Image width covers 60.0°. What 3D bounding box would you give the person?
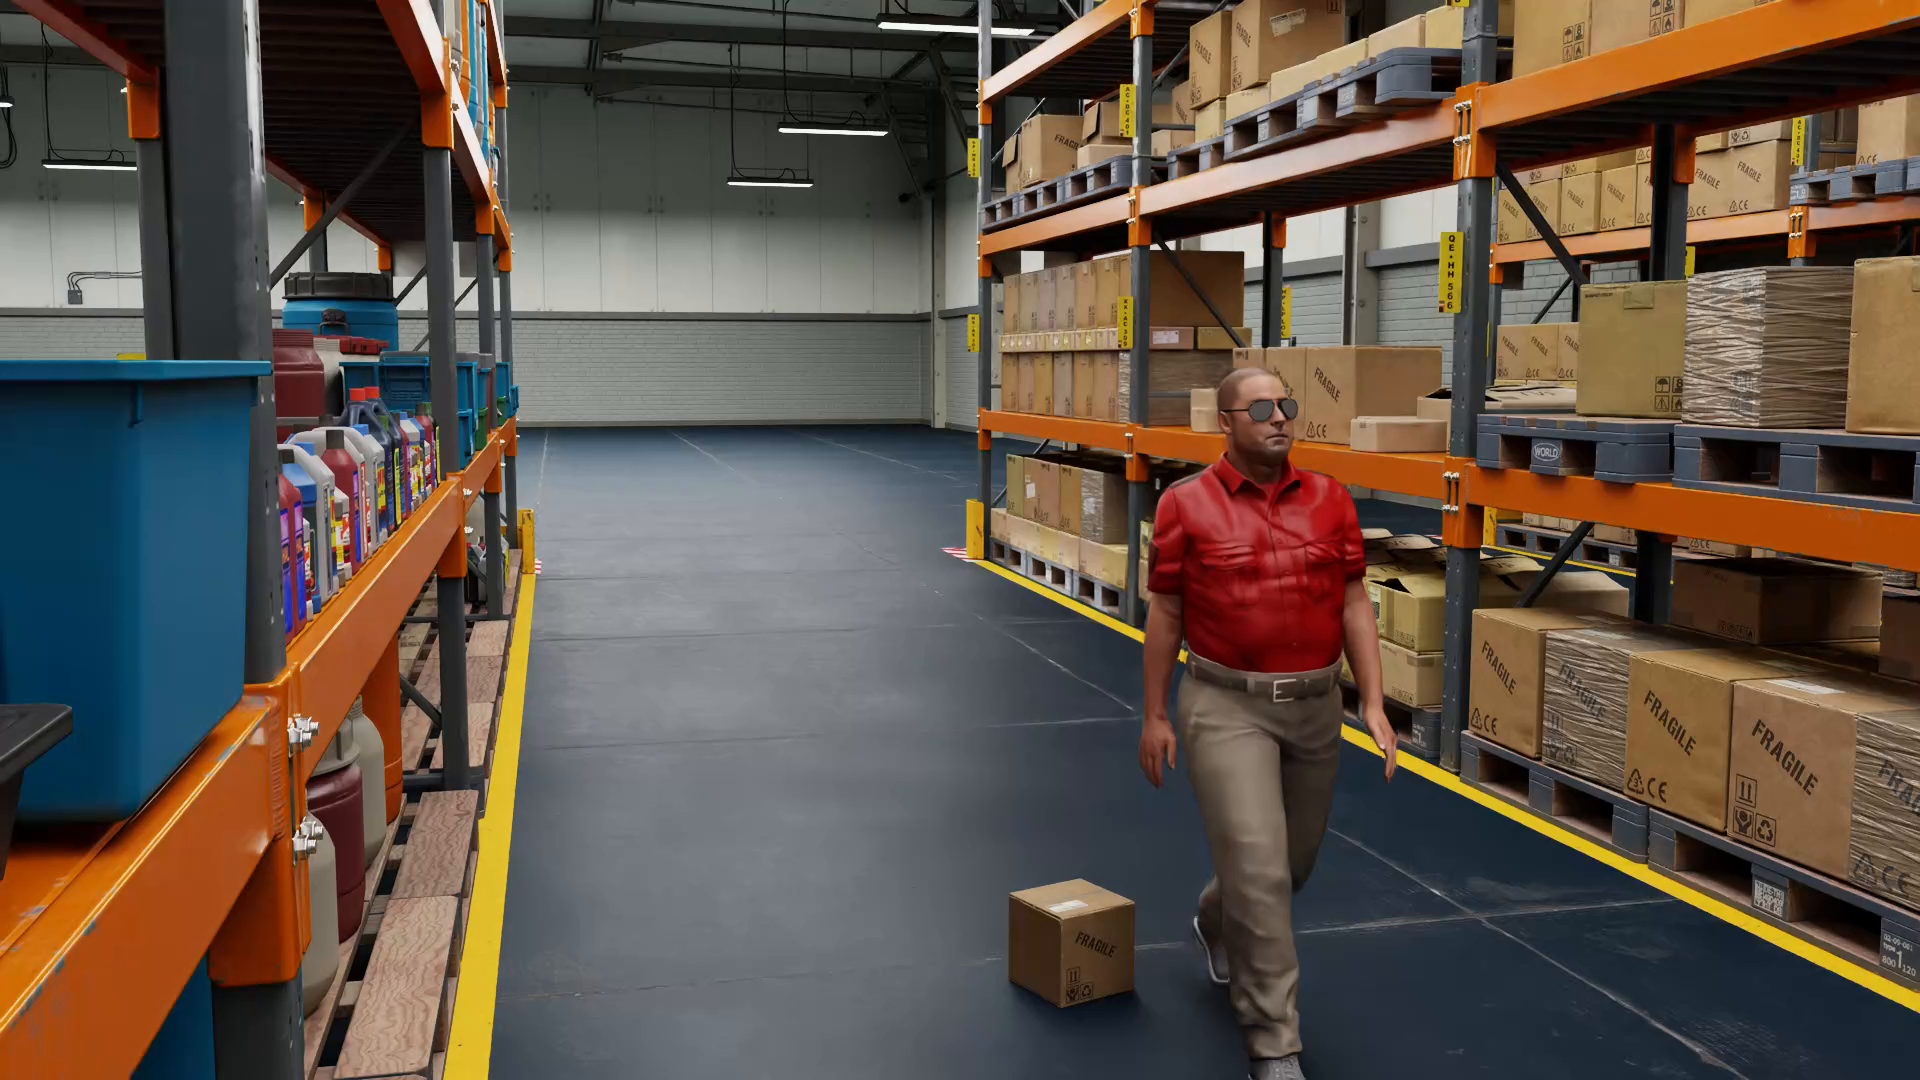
[{"bbox_3d":[0.750,0.421,4.043,0.553,1.678,0.985,-2,6,-15],"label":"person"}]
